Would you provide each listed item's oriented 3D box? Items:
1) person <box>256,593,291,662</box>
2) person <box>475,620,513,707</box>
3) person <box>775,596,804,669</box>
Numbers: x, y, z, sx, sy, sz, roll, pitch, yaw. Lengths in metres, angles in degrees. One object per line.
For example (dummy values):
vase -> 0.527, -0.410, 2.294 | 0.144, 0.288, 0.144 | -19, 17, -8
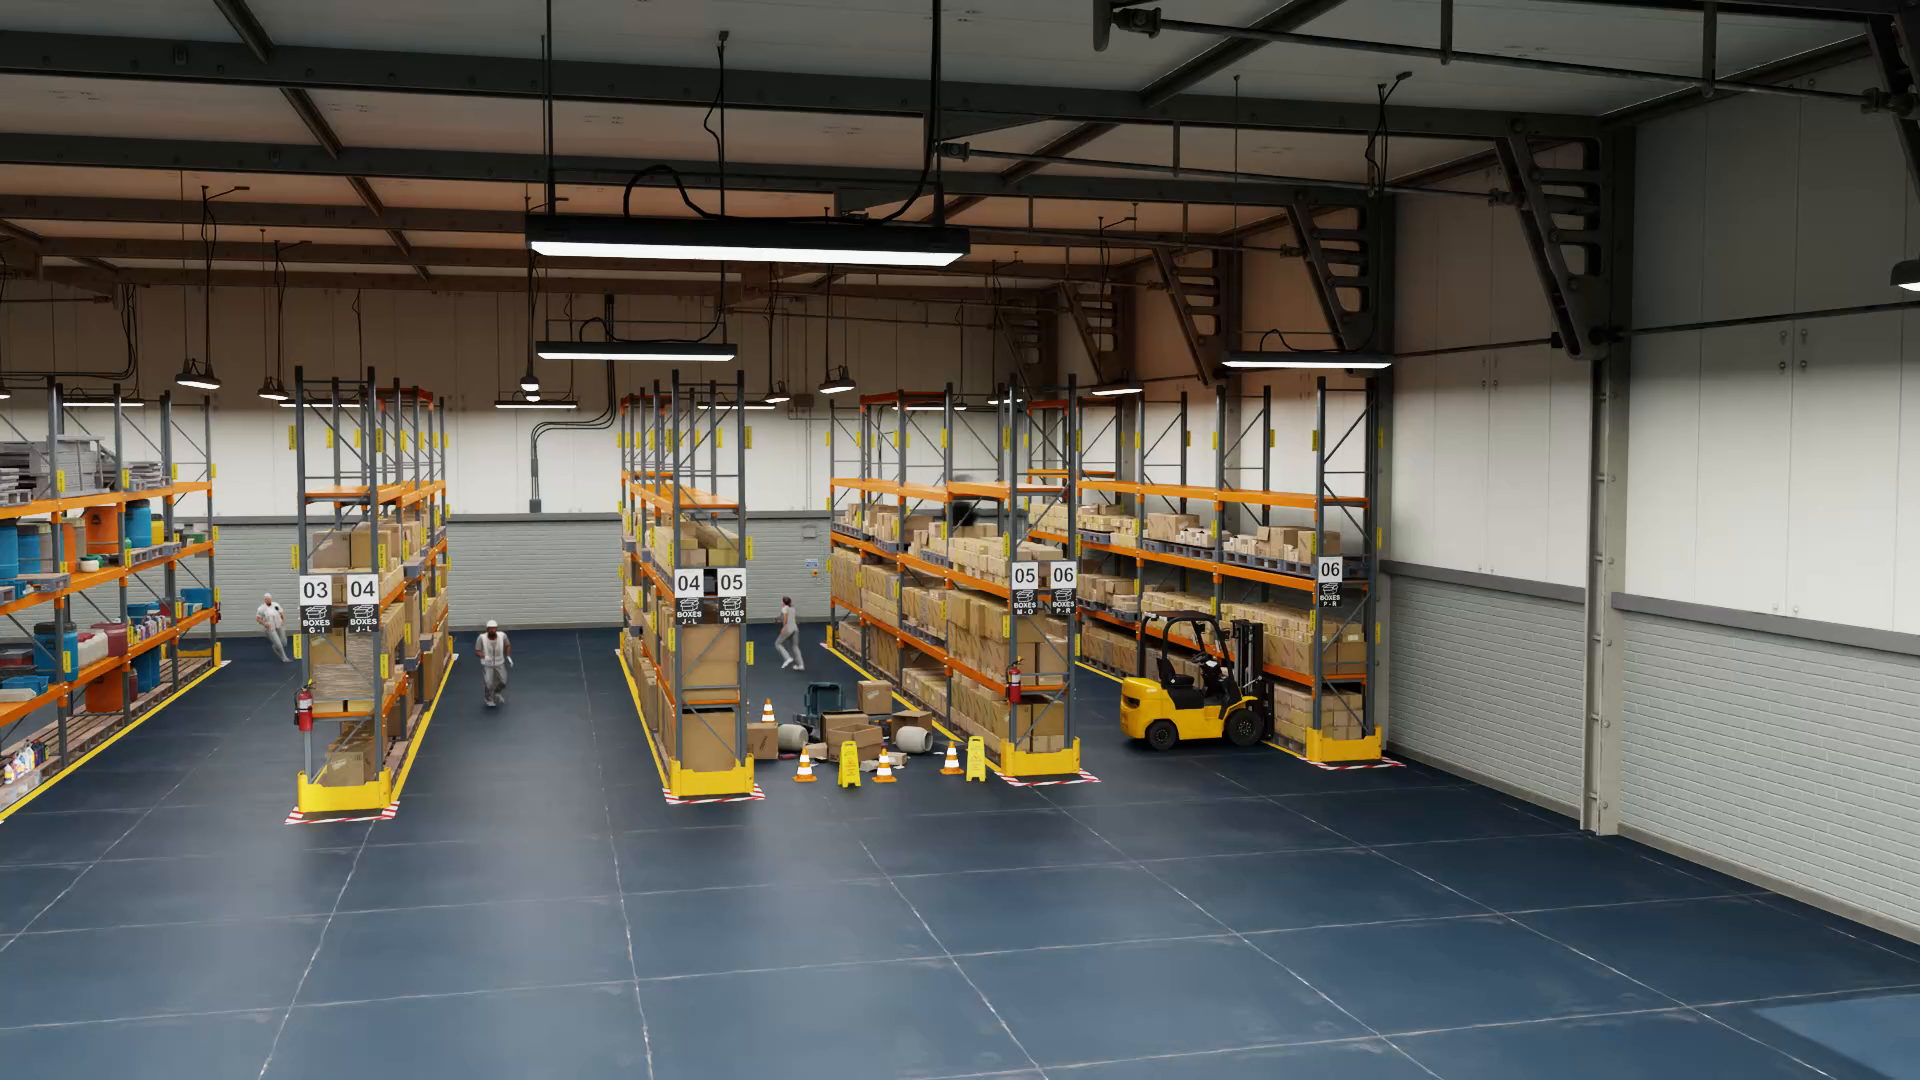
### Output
person -> -15.578, 1.976, 37.634 | 0.684, 1.578, 0.648 | -3, 5, -44
person -> -8.724, 2.317, 31.111 | 0.699, 1.669, 0.776 | -2, 4, -26
person -> -3.762, 2.025, 36.498 | 0.894, 1.568, 0.565 | 3, 5, 44
